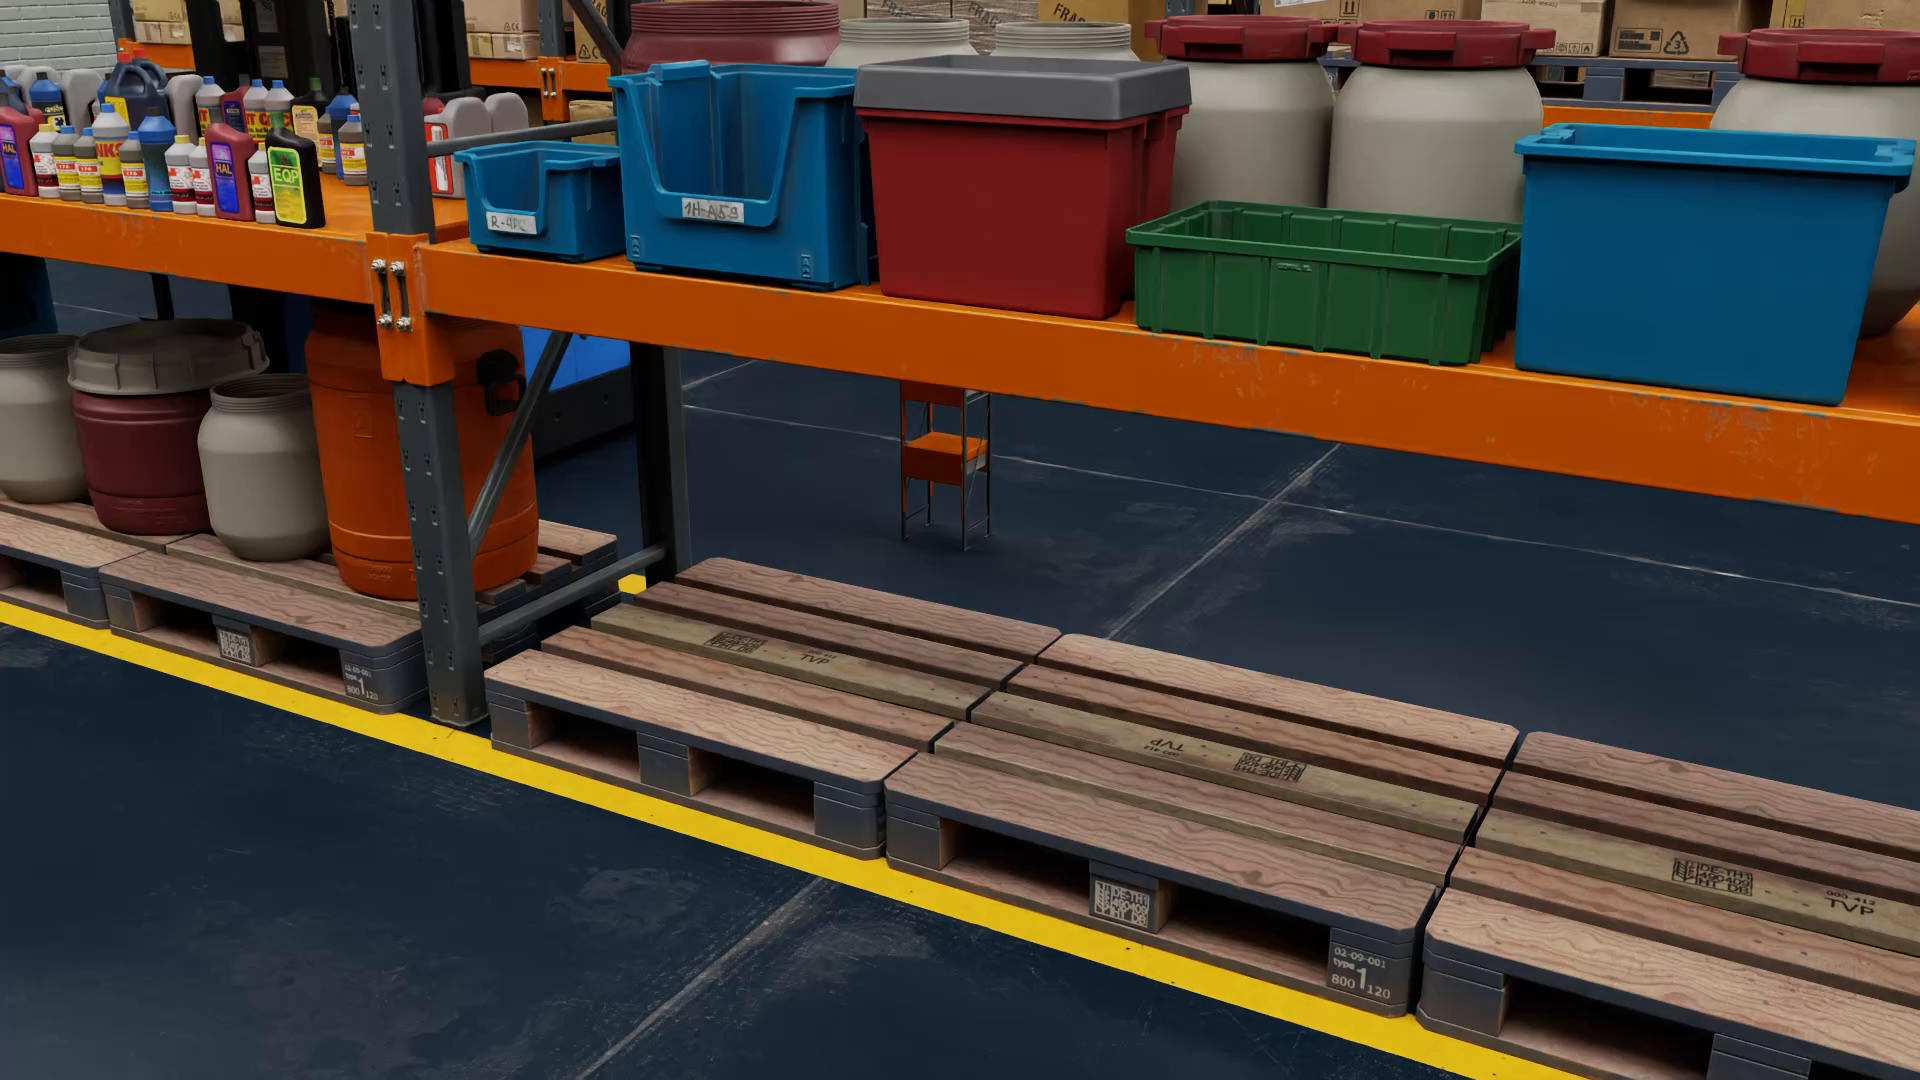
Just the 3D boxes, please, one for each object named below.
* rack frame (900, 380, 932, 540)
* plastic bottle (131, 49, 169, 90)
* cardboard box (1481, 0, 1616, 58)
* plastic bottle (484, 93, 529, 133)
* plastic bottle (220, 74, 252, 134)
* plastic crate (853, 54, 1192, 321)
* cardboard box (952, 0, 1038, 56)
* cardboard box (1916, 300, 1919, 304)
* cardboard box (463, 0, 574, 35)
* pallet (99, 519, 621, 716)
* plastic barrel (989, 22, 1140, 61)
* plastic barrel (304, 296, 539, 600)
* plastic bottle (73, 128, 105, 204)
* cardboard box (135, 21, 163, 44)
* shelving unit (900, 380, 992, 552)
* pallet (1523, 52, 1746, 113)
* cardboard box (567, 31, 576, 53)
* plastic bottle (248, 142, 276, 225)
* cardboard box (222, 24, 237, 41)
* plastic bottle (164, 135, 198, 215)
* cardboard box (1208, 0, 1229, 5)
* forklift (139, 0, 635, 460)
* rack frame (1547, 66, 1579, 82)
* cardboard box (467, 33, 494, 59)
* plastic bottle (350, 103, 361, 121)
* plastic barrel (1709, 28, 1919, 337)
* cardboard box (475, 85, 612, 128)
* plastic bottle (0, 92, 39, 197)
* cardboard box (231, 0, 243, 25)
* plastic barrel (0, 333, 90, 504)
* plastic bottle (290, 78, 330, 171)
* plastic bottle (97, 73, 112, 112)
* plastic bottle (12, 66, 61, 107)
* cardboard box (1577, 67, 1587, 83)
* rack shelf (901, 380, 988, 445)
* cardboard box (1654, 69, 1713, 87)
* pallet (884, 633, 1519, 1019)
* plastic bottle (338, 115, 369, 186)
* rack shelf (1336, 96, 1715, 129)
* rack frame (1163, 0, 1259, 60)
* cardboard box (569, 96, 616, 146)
[{"bbox_3d":[-0.153,-0.523,5.767,0.008,1.050,0.200,11,23,27],"label":"rack frame"},{"bbox_3d":[-2.703,-1.460,5.562,0.185,0.351,0.144,11,23,27],"label":"plastic bottle"},{"bbox_3d":[2.632,-2.310,7.439,0.500,0.250,0.500,10,22,26],"label":"cardboard box"},{"bbox_3d":[-1.355,-1.166,4.863,0.135,0.276,0.152,11,23,27],"label":"plastic bottle"},{"bbox_3d":[-2.342,-1.375,5.429,0.133,0.283,0.061,11,23,27],"label":"plastic bottle"},{"bbox_3d":[0.127,-0.726,3.375,0.583,0.464,0.402,11,23,27],"label":"plastic crate"},{"bbox_3d":[0.296,-2.671,8.682,0.500,0.500,0.500,11,22,27],"label":"cardboard box"},{"bbox_3d":[4.247,-1.006,7.259,0.500,0.500,0.700,9,22,23],"label":"cardboard box"},{"bbox_3d":[-2.725,-3.260,10.238,0.500,0.250,0.500,10,22,26],"label":"cardboard box"},{"bbox_3d":[-1.844,0.136,5.180,1.213,0.211,1.003,11,23,27],"label":"pallet"},{"bbox_3d":[0.235,-0.931,3.869,0.421,0.512,0.421,0,20,0],"label":"plastic barrel"},{"bbox_3d":[-1.570,-0.310,4.887,0.708,0.830,0.600,11,23,27],"label":"plastic barrel"},{"bbox_3d":[-2.414,-1.047,4.644,0.097,0.201,0.097,0,20,0],"label":"plastic bottle"},{"bbox_3d":[-5.555,-3.586,11.720,0.250,0.149,0.380,11,23,28],"label":"cardboard box"},{"bbox_3d":[-0.047,-0.502,5.711,0.252,1.050,0.215,11,23,27],"label":"shelving unit"},{"bbox_3d":[3.029,-2.123,7.601,1.213,0.211,1.003,11,23,27],"label":"pallet"},{"bbox_3d":[-2.308,-3.226,10.728,0.250,0.149,0.380,11,23,27],"label":"cardboard box"},{"bbox_3d":[-1.788,-0.928,4.315,0.097,0.201,0.097,0,20,0],"label":"plastic bottle"},{"bbox_3d":[-4.878,-3.458,11.367,0.250,0.149,0.380,10,22,26],"label":"cardboard box"},{"bbox_3d":[-2.074,-0.982,4.465,0.097,0.201,0.097,0,20,0],"label":"plastic bottle"},{"bbox_3d":[2.016,-4.230,12.879,0.250,0.149,0.380,12,23,29],"label":"cardboard box"},{"bbox_3d":[-2.872,-1.955,6.956,3.031,2.935,1.130,10,22,26],"label":"forklift"},{"bbox_3d":[6.114,-5.481,16.576,0.127,3.000,1.000,11,23,27],"label":"rack frame"},{"bbox_3d":[-2.863,-3.074,10.308,0.250,0.149,0.380,11,23,28],"label":"cardboard box"},{"bbox_3d":[-1.759,-1.243,5.075,0.135,0.276,0.152,11,23,27],"label":"plastic bottle"},{"bbox_3d":[1.629,-0.679,3.139,0.433,0.535,0.433,0,20,0],"label":"plastic barrel"},{"bbox_3d":[-2.749,-2.528,10.935,0.875,0.875,0.875,11,23,27],"label":"cardboard box"},{"bbox_3d":[-2.694,-1.132,4.757,0.133,0.283,0.061,11,23,27],"label":"plastic bottle"},{"bbox_3d":[-4.522,-3.601,11.177,0.500,0.250,0.500,10,22,26],"label":"cardboard box"},{"bbox_3d":[-3.093,-0.415,5.644,0.421,0.512,0.421,0,20,0],"label":"plastic barrel"},{"bbox_3d":[-2.055,-1.321,5.278,0.133,0.283,0.061,11,23,27],"label":"plastic bottle"},{"bbox_3d":[-2.845,-1.435,5.610,0.097,0.271,0.097,0,20,0],"label":"plastic bottle"},{"bbox_3d":[-3.249,-1.527,5.857,0.135,0.276,0.152,11,23,27],"label":"plastic bottle"},{"bbox_3d":[8.057,-5.988,21.023,0.500,0.500,0.500,12,23,29],"label":"cardboard box"},{"bbox_3d":[-0.047,-0.492,5.714,0.240,0.259,0.215,11,23,27],"label":"rack shelf"},{"bbox_3d":[9.069,-5.932,20.687,0.625,0.625,0.875,12,23,29],"label":"cardboard box"},{"bbox_3d":[0.583,0.598,3.906,1.213,0.211,1.003,11,23,27],"label":"pallet"},{"bbox_3d":[-1.804,-1.168,4.976,0.097,0.201,0.097,0,20,0],"label":"plastic bottle"},{"bbox_3d":[3.027,-1.860,7.648,4.000,0.370,1.077,11,23,27],"label":"rack shelf"},{"bbox_3d":[1.281,-2.531,8.443,0.127,3.000,1.000,11,23,27],"label":"rack frame"},{"bbox_3d":[-1.643,-2.294,10.290,0.875,0.875,1.225,11,23,27],"label":"cardboard box"}]
